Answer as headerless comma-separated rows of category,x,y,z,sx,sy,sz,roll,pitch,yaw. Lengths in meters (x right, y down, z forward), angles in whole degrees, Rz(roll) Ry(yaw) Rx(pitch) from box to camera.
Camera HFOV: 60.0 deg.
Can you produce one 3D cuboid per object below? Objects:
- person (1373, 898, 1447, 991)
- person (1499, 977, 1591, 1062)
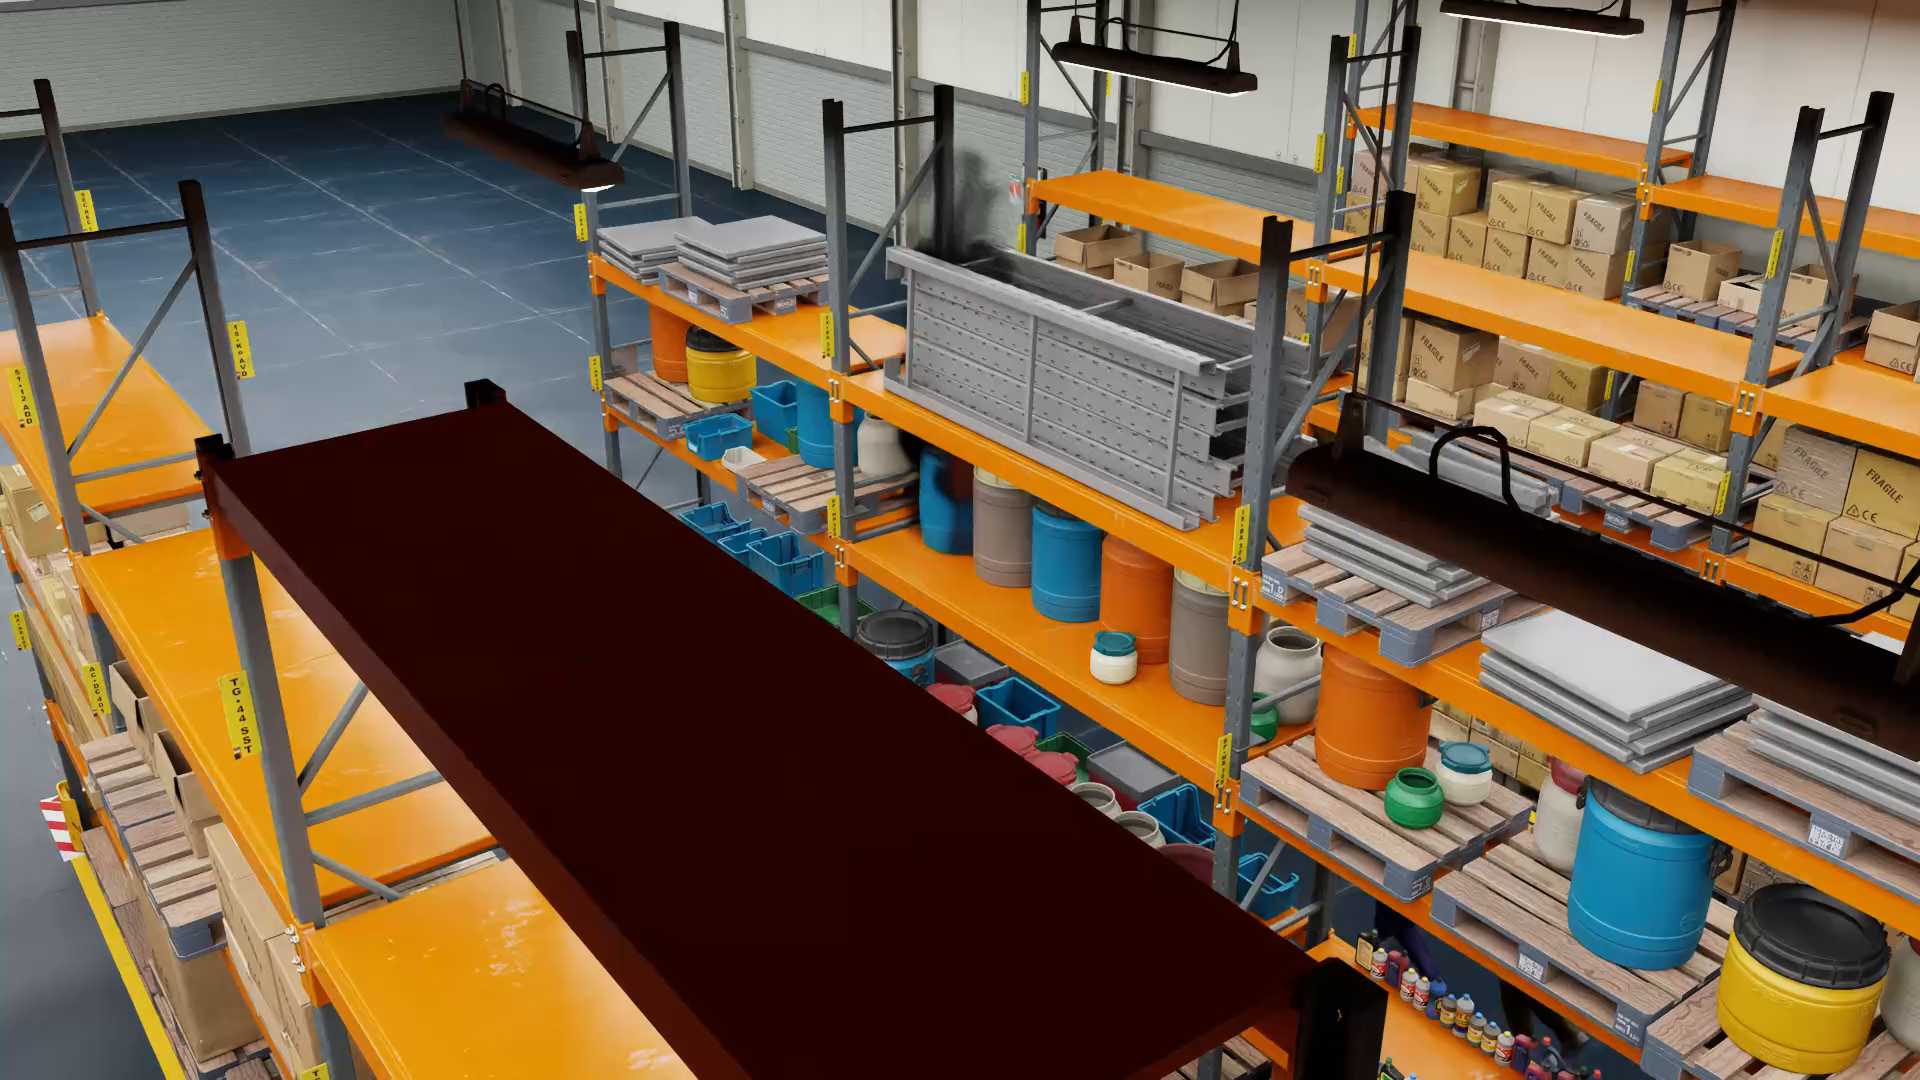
person,3.140,2.393,11.567,0.600,1.596,0.921,-14,28,-27
person,3.822,2.775,10.925,0.705,1.750,0.686,-15,29,-29
